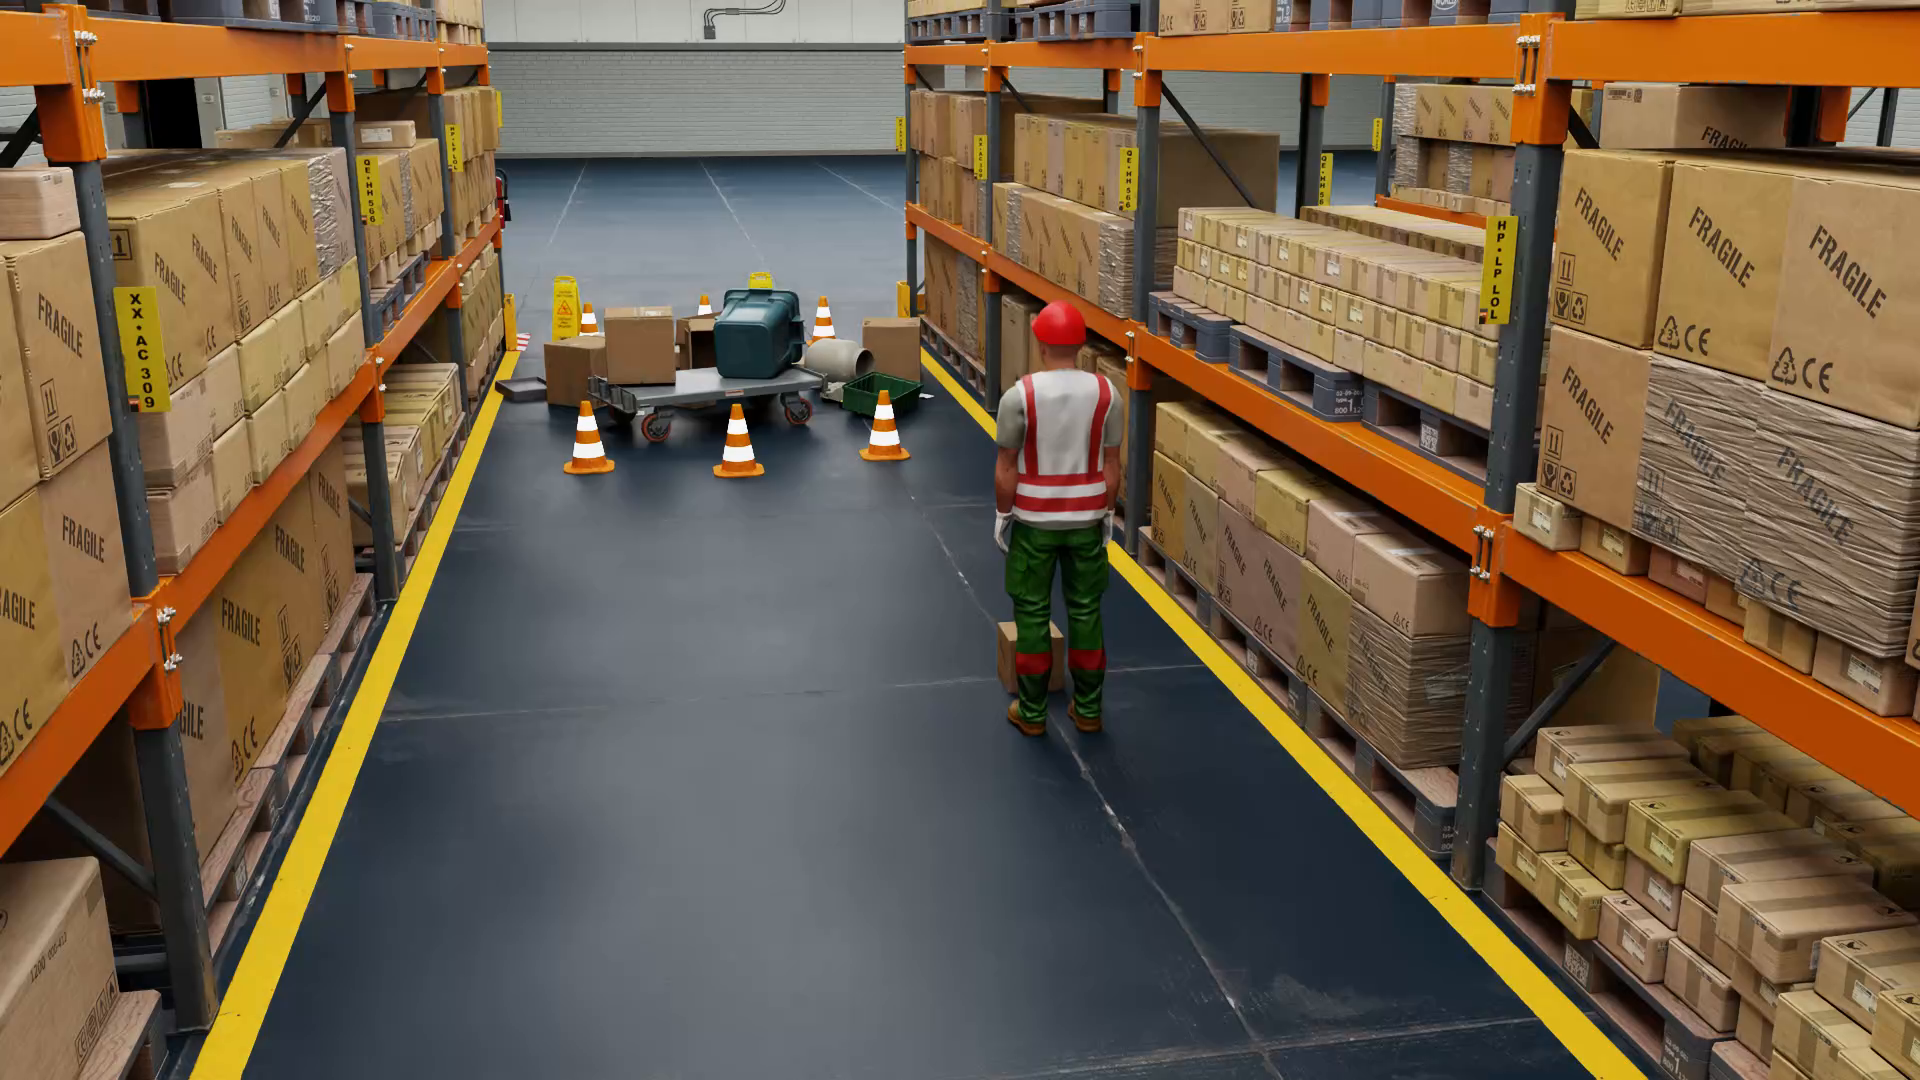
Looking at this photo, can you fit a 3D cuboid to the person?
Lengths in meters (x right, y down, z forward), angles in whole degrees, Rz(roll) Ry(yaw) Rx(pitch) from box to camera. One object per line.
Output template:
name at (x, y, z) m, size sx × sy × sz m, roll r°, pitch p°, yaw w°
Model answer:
person at (0.392, -0.083, 6.773) m, size 0.524 × 1.789 × 0.339 m, roll -3°, pitch 16°, yaw -9°
